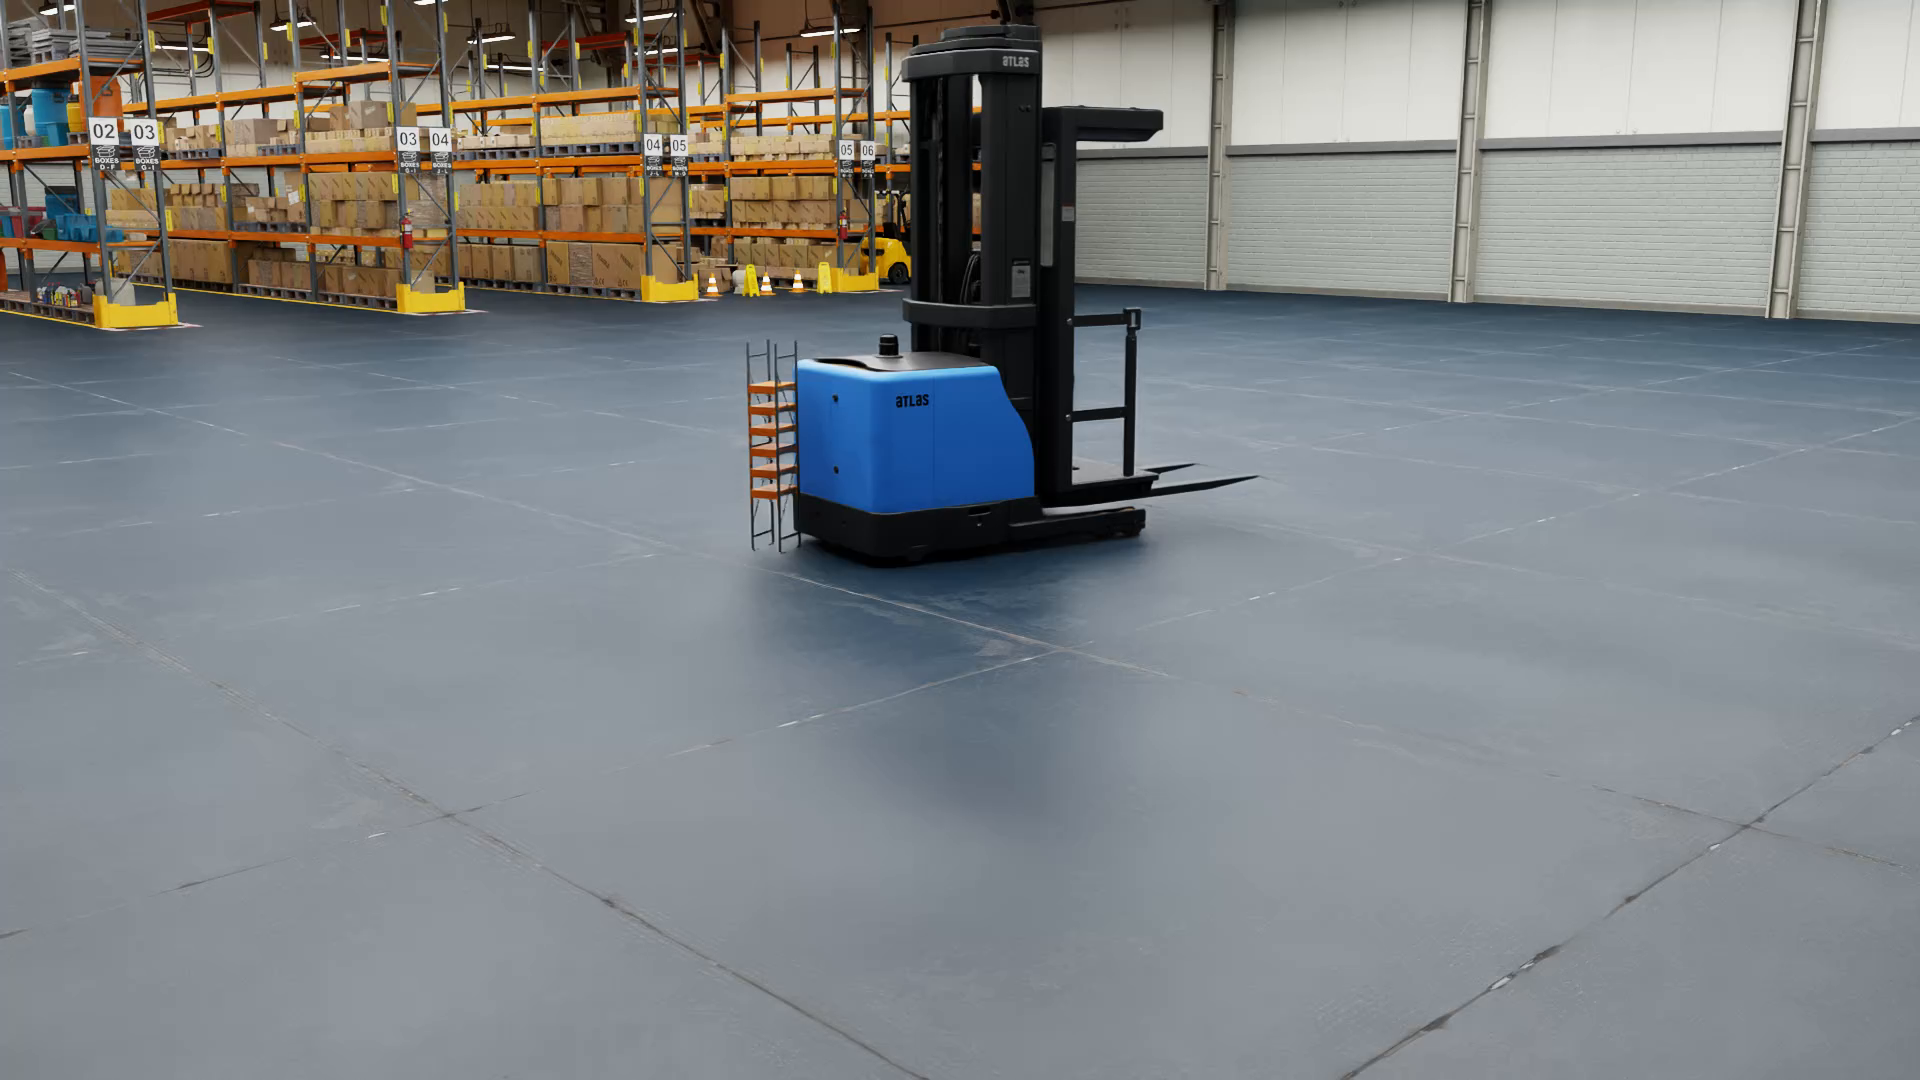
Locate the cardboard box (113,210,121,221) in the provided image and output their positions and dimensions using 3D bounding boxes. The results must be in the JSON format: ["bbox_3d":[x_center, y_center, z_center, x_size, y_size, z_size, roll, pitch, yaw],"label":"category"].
[{"bbox_3d":[-19.982,-7.793,39.936,0.500,0.250,0.500,-11,16,-43],"label":"cardboard box"}]

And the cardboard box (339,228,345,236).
[{"bbox_3d":[-11.383,-5.776,31.137,0.380,0.149,0.250,-11,16,-43],"label":"cardboard box"}]

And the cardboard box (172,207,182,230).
[{"bbox_3d":[-17.235,-7.193,37.143,0.500,0.500,0.500,-11,16,-42],"label":"cardboard box"}]

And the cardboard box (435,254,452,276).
[{"bbox_3d":[-11.944,-6.453,38.952,0.500,0.500,0.500,-11,16,-43],"label":"cardboard box"}]

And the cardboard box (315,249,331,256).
[{"bbox_3d":[-16.709,-7.556,43.704,0.250,0.149,0.380,11,16,43],"label":"cardboard box"}]

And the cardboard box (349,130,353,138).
[{"bbox_3d":[-10.899,-7.393,30.313,0.250,0.149,0.380,11,16,42],"label":"cardboard box"}]

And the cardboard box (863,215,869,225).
[{"bbox_3d":[-2.328,-8.261,42.947,0.500,0.250,0.500,-11,16,-43],"label":"cardboard box"}]

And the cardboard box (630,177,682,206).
[{"bbox_3d":[-6.004,-6.906,32.951,0.875,0.550,0.550,-11,16,-43],"label":"cardboard box"}]

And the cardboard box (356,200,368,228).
[{"bbox_3d":[-10.539,-5.982,30.527,0.875,0.500,0.500,-11,16,-43],"label":"cardboard box"}]

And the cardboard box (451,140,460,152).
[{"bbox_3d":[-11.878,-8.978,38.373,0.500,0.500,0.500,-11,16,-43],"label":"cardboard box"}]

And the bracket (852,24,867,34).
[{"bbox_3d":[-2.620,-13.335,43.416,0.235,0.232,0.430,-11,16,-43],"label":"bracket"}]

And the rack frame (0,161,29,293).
[{"bbox_3d":[-18.539,-6.045,31.820,1.000,3.000,0.127,-11,16,-43],"label":"rack frame"}]

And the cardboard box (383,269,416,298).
[{"bbox_3d":[-10.289,-4.725,30.567,0.500,0.500,0.500,-6,13,-28],"label":"cardboard box"}]

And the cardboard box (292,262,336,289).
[{"bbox_3d":[-12.919,-5.308,33.344,0.700,0.500,0.500,-11,16,-43],"label":"cardboard box"}]

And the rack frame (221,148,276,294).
[{"bbox_3d":[-14.957,-6.735,35.170,1.000,3.000,0.127,-11,16,-43],"label":"rack frame"}]

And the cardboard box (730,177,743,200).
[{"bbox_3d":[-4.880,-8.122,38.440,0.700,0.500,0.500,-11,16,-43],"label":"cardboard box"}]

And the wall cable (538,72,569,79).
[{"bbox_3d":[-12.699,-16.641,54.597,2.988,3.039,0.133,-11,16,-43],"label":"wall cable"}]

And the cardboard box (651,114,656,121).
[{"bbox_3d":[-5.948,-8.365,33.006,0.380,0.149,0.250,-11,16,-42],"label":"cardboard box"}]

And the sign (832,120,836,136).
[{"bbox_3d":[-2.680,-8.777,35.452,0.100,0.325,0.005,-11,16,-43],"label":"sign"}]

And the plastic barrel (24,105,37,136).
[{"bbox_3d":[-15.622,-7.101,28.192,0.421,0.512,0.421,0,12,0],"label":"plastic barrel"}]

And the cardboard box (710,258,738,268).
[{"bbox_3d":[-5.391,-6.527,39.632,0.950,0.372,0.625,-11,16,-42],"label":"cardboard box"}]

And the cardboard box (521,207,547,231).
[{"bbox_3d":[-9.091,-6.916,35.798,0.500,0.500,0.500,-11,16,-43],"label":"cardboard box"}]

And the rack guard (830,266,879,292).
[{"bbox_3d":[-2.318,-5.736,36.512,1.175,0.500,0.348,-11,16,-43],"label":"rack guard"}]

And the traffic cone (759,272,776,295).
[{"bbox_3d":[-4.063,-5.385,34.902,0.336,0.463,0.334,-11,16,-43],"label":"traffic cone"}]

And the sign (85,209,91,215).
[{"bbox_3d":[-15.372,-5.672,29.323,0.100,0.325,0.005,-11,16,-43],"label":"sign"}]

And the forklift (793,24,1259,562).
[{"bbox_3d":[0.516,-1.521,10.033,3.031,2.935,1.130,-8,14,-34],"label":"forklift"}]

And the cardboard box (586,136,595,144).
[{"bbox_3d":[-7.303,-8.069,33.543,0.380,0.149,0.250,-11,16,-42],"label":"cardboard box"}]

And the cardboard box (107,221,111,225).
[{"bbox_3d":[-20.475,-7.682,40.387,0.380,0.149,0.250,-11,16,-42],"label":"cardboard box"}]

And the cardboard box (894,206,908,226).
[{"bbox_3d":[-1.322,-8.173,41.898,0.500,0.500,0.500,11,16,44],"label":"cardboard box"}]

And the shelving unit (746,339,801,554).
[{"bbox_3d":[-1.066,-0.536,9.540,0.189,1.200,0.258,5,13,25],"label":"shelving unit"}]

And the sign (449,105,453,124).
[{"bbox_3d":[-9.040,-7.541,29.479,0.100,0.325,0.005,-11,16,-43],"label":"sign"}]

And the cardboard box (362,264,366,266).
[{"bbox_3d":[-14.928,-6.894,41.963,0.250,0.149,0.380,11,16,43],"label":"cardboard box"}]

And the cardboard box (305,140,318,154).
[{"bbox_3d":[-12.069,-7.446,31.557,0.500,0.250,0.500,11,16,43],"label":"cardboard box"}]

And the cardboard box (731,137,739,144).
[{"bbox_3d":[-5.046,-9.178,38.237,0.380,0.149,0.250,-11,16,-44],"label":"cardboard box"}]

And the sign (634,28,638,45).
[{"bbox_3d":[-6.178,-9.605,31.721,0.100,0.325,0.005,-11,16,-43],"label":"sign"}]

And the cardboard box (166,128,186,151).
[{"bbox_3d":[-17.312,-8.960,37.244,0.700,0.500,0.500,-10,16,-41],"label":"cardboard box"}]

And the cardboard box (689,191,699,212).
[{"bbox_3d":[-6.208,-8.117,39.849,0.500,0.500,0.500,-10,15,-41],"label":"cardboard box"}]

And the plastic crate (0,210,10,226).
[{"bbox_3d":[-17.645,-5.798,30.462,0.402,0.464,0.583,-11,16,-43],"label":"plastic crate"}]

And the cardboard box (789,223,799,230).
[{"bbox_3d":[-3.612,-7.027,37.210,0.380,0.149,0.250,-11,16,-43],"label":"cardboard box"}]

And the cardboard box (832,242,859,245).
[{"bbox_3d":[-2.859,-7.566,44.044,0.625,0.625,0.875,11,16,43],"label":"cardboard box"}]

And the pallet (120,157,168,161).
[{"bbox_3d":[-19.115,-9.044,39.160,1.003,0.211,1.213,-11,16,-43],"label":"pallet"}]

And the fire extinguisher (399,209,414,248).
[{"bbox_3d":[-9.687,-5.449,29.118,0.296,0.674,0.183,-11,16,-43],"label":"fire extinguisher"}]

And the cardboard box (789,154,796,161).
[{"bbox_3d":[-3.578,-8.499,36.918,0.250,0.149,0.380,11,16,44],"label":"cardboard box"}]

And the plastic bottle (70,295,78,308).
[{"bbox_3d":[-14.600,-3.929,27.395,0.097,0.201,0.097,0,12,0],"label":"plastic bottle"}]

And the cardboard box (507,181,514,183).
[{"bbox_3d":[-12.229,-9.818,45.797,0.250,0.149,0.380,11,16,44],"label":"cardboard box"}]

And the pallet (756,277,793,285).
[{"bbox_3d":[-4.538,-6.074,38.869,1.003,0.211,1.213,-11,16,-43],"label":"pallet"}]

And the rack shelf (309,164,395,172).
[{"bbox_3d":[-15.444,-9.404,42.473,1.077,0.370,4.000,-11,16,-43],"label":"rack shelf"}]

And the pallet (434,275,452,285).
[{"bbox_3d":[-11.839,-6.160,39.289,1.003,0.211,1.213,-11,16,-43],"label":"pallet"}]

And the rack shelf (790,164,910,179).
[{"bbox_3d":[-2.821,-9.633,43.586,1.077,0.370,4.000,-11,16,-43],"label":"rack shelf"}]

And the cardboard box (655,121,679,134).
[{"bbox_3d":[-5.923,-8.146,32.931,0.500,0.250,0.500,-11,16,-43],"label":"cardboard box"}]

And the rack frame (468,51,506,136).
[{"bbox_3d":[-13.314,-12.222,46.934,1.000,3.000,0.127,-11,16,-43],"label":"rack frame"}]

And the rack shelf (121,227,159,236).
[{"bbox_3d":[-19.101,-7.259,39.493,1.077,0.370,4.000,-11,16,-43],"label":"rack shelf"}]

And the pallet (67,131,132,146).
[{"bbox_3d":[-13.515,-6.389,26.521,1.003,0.211,1.213,-11,16,-43],"label":"pallet"}]

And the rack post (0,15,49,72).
[{"bbox_3d":[-17.199,-8.773,29.697,1.013,1.000,3.121,-11,16,-43],"label":"rack post"}]
